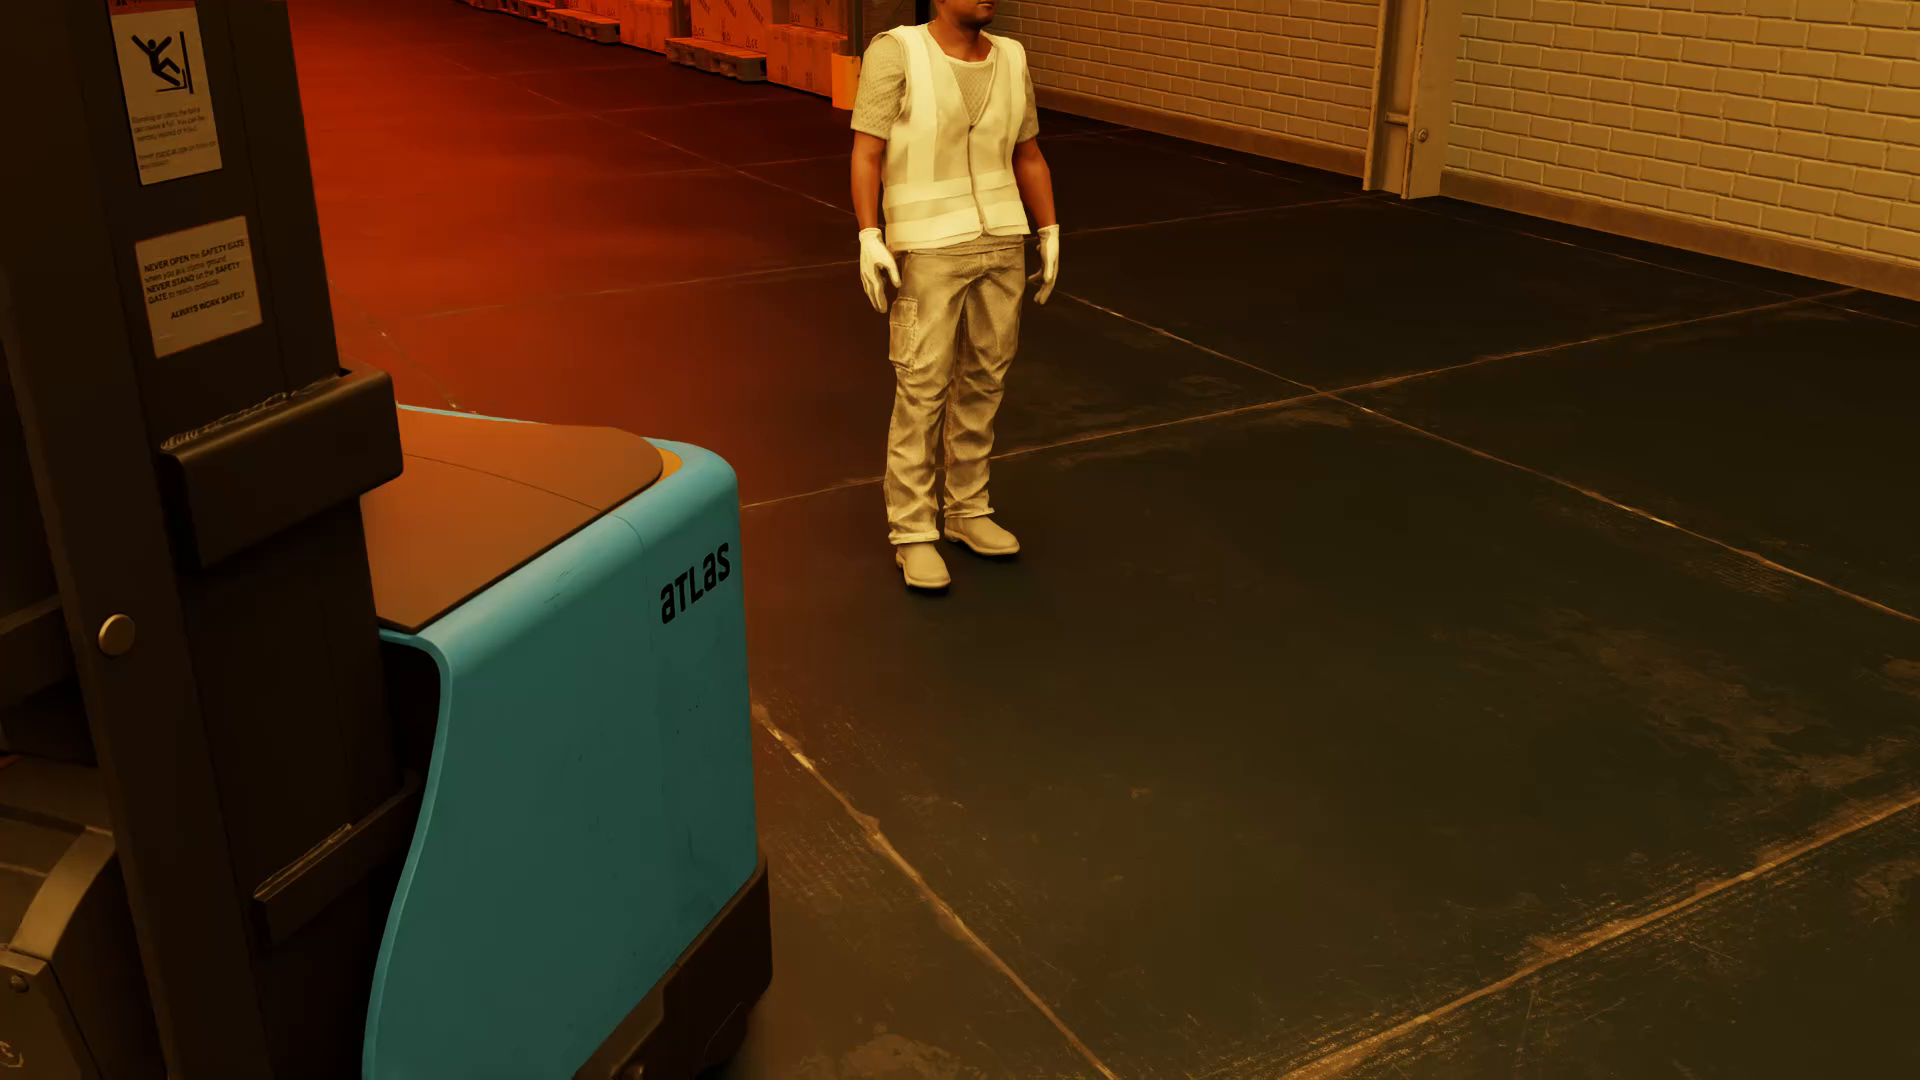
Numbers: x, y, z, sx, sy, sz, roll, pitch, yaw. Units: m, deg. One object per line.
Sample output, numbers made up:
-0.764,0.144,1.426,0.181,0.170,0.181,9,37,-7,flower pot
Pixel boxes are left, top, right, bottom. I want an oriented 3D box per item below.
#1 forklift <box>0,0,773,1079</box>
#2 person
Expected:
-1.347,-0.058,1.414,1.130,2.935,3.031,8,24,20,forklift
0.029,-0.806,4.731,0.657,1.785,0.575,-12,25,-28,person
